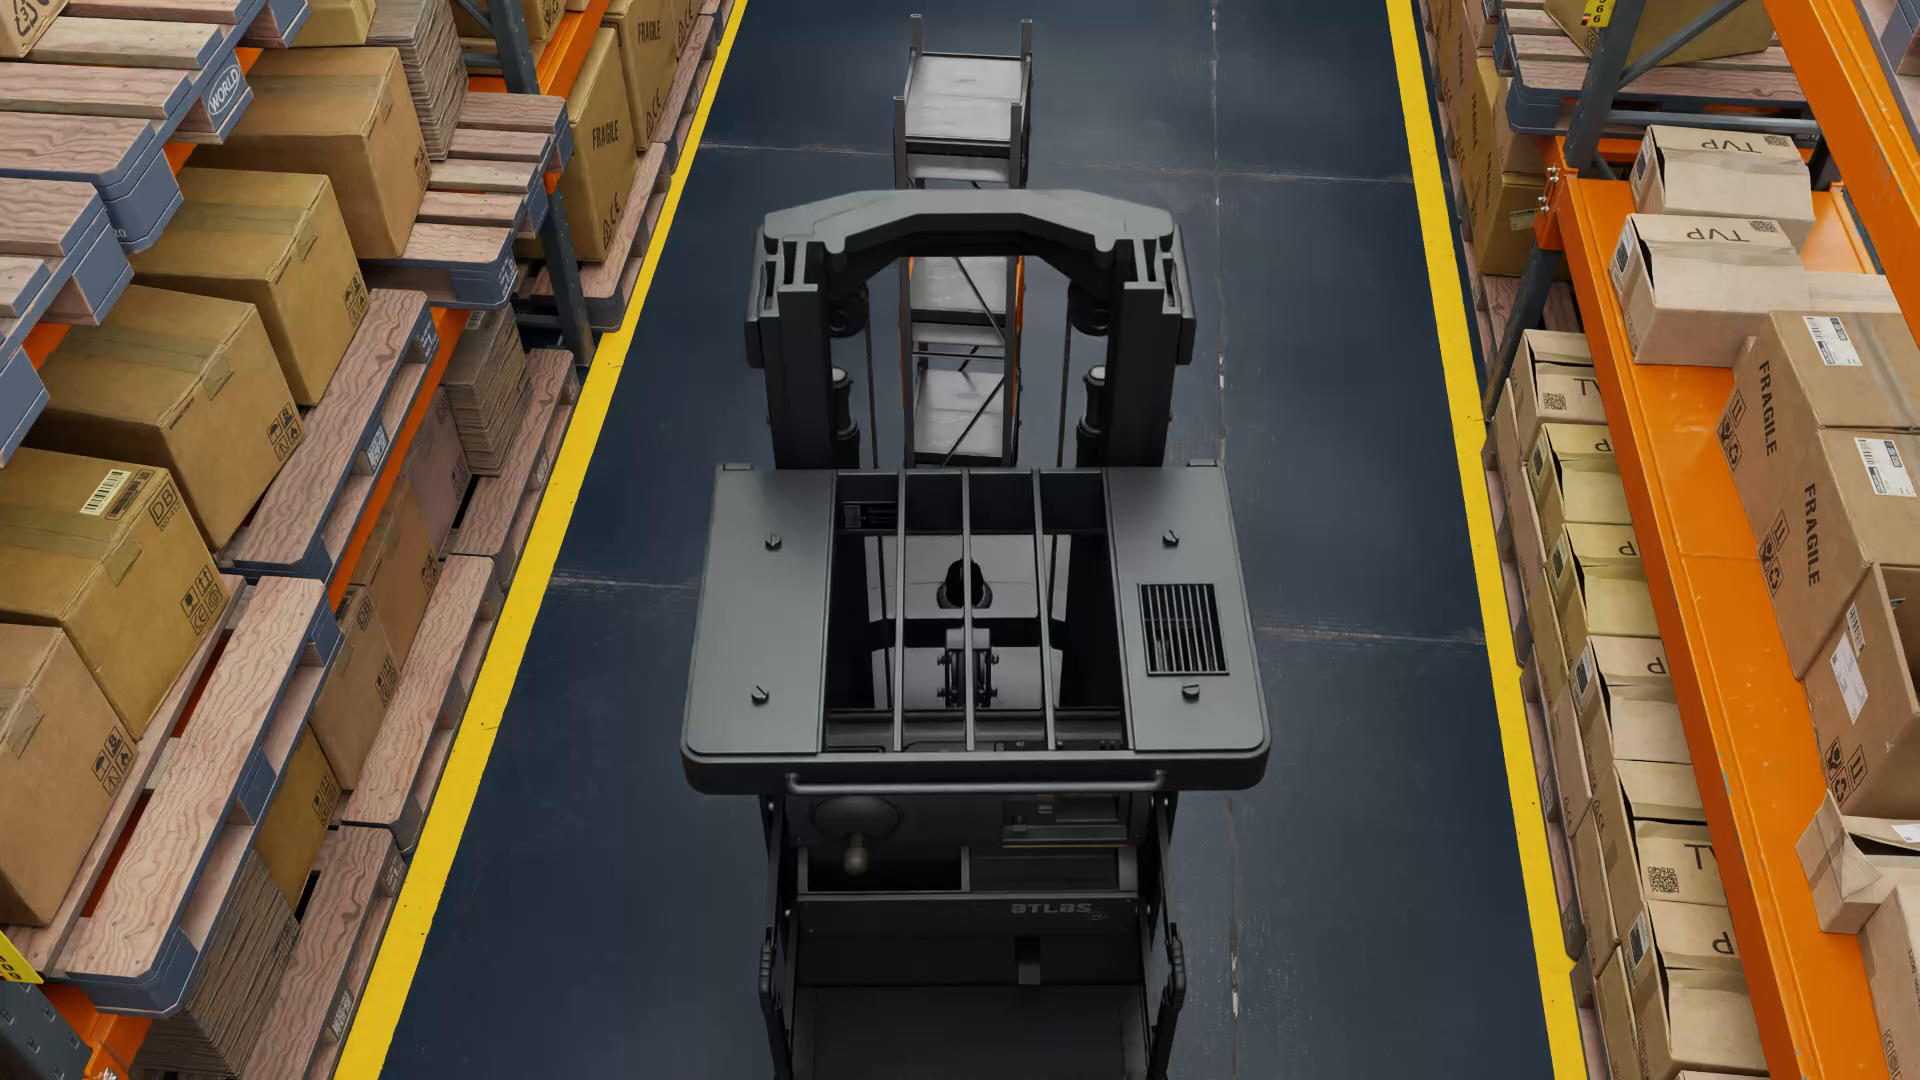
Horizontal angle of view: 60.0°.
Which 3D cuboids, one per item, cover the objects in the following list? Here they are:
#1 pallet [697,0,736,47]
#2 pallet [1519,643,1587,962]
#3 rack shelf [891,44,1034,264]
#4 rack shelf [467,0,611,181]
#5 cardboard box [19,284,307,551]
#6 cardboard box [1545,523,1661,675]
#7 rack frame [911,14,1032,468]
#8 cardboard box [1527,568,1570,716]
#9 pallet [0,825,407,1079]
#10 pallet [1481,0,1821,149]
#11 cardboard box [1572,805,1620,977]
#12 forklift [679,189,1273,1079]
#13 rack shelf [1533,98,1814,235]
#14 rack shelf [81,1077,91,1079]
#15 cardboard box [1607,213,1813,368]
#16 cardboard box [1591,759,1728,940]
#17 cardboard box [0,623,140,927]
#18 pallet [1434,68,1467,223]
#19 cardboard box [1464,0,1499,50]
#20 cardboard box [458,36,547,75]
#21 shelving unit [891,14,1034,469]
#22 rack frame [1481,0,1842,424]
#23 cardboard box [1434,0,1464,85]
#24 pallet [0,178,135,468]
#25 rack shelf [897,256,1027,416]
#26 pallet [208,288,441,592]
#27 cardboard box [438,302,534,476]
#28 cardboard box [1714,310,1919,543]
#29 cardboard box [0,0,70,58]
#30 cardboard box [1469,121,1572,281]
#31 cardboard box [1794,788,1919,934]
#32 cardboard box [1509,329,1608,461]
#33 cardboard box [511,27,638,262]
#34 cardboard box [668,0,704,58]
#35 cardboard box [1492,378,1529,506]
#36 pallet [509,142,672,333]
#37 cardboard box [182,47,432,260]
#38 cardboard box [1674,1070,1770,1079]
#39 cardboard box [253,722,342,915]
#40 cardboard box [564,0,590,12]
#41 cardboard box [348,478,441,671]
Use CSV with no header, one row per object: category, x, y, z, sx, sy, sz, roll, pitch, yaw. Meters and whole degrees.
pallet,-1.785,-3.285,9.612,1.003,0.211,1.213,4,48,4
pallet,2.552,0.909,5.776,1.003,0.211,1.213,4,48,4
rack shelf,0.015,-1.293,5.580,0.431,0.518,0.480,4,48,4
rack shelf,-1.972,-3.086,8.027,1.077,0.370,4.000,4,48,4
cardboard box,-2.351,-0.370,4.690,0.700,0.500,0.500,10,48,9
cardboard box,2.351,0.195,5.738,0.500,0.311,0.500,3,48,2
rack frame,0.037,-1.010,6.250,0.400,2.100,0.015,4,48,4
cardboard box,2.353,0.374,5.954,0.500,0.250,0.500,3,48,2
pallet,-2.449,1.449,5.282,1.003,0.211,1.213,4,48,4
pallet,2.771,-1.967,6.646,1.213,0.211,1.003,4,48,4
cardboard box,2.258,1.125,5.267,0.500,0.250,0.500,5,48,4
forklift,0.025,0.750,4.078,1.130,2.935,3.031,0,48,0
rack shelf,2.962,-2.756,7.725,1.077,0.370,4.000,4,48,4
rack shelf,-2.701,2.793,2.651,1.077,0.370,4.000,4,48,4
cardboard box,2.505,-0.854,5.559,0.500,0.311,0.500,3,48,3
cardboard box,2.255,0.941,5.055,0.500,0.311,0.500,4,48,3
cardboard box,-2.438,0.526,3.870,0.700,0.500,0.500,4,48,4
pallet,2.999,-2.028,8.462,1.003,0.211,1.213,4,48,4
cardboard box,2.721,-2.583,7.968,0.500,0.250,0.500,3,48,3
cardboard box,-1.893,-2.007,6.710,0.380,0.149,0.250,3,48,3
shelving unit,0.015,-0.830,6.086,0.431,2.100,0.503,4,48,4
rack frame,2.779,-1.529,6.115,1.000,3.000,0.127,4,48,4
cardboard box,2.767,-2.674,8.559,0.500,0.500,0.500,4,48,4
pallet,-2.356,-0.315,3.100,1.213,0.211,1.003,4,48,4
rack shelf,0.015,-0.821,6.097,0.431,0.518,0.480,4,48,4
pallet,-2.294,-0.337,5.155,1.003,0.211,1.213,4,48,4
cardboard box,-2.168,-0.631,6.691,0.700,0.500,0.500,4,48,4
cardboard box,2.643,-0.328,4.950,0.500,0.500,0.500,2,48,1
cardboard box,-2.277,-1.410,3.622,0.500,0.500,0.500,2,48,2
cardboard box,2.631,-1.537,7.519,0.500,0.500,0.500,6,48,5
cardboard box,2.312,0.798,4.079,0.396,0.266,0.258,3,48,3
cardboard box,2.439,-0.567,6.434,0.500,0.311,0.500,5,48,5
cardboard box,-1.956,-1.807,7.542,0.750,0.750,0.750,3,48,3
cardboard box,-1.797,-3.075,8.702,0.750,0.750,0.750,5,48,5
cardboard box,2.439,-0.377,6.641,0.500,0.250,0.500,4,48,3
pallet,-2.007,-1.492,7.972,1.003,0.211,1.213,4,48,4
cardboard box,-2.211,-1.283,5.525,0.700,0.500,0.500,0,48,0
cardboard box,2.166,1.691,4.370,0.500,0.311,0.500,4,48,4
cardboard box,-2.471,0.850,5.335,0.700,0.500,0.500,3,48,3
cardboard box,-1.753,-2.382,7.052,0.380,0.149,0.250,5,48,5
cardboard box,-2.348,0.106,6.016,0.700,0.500,0.500,4,48,3
